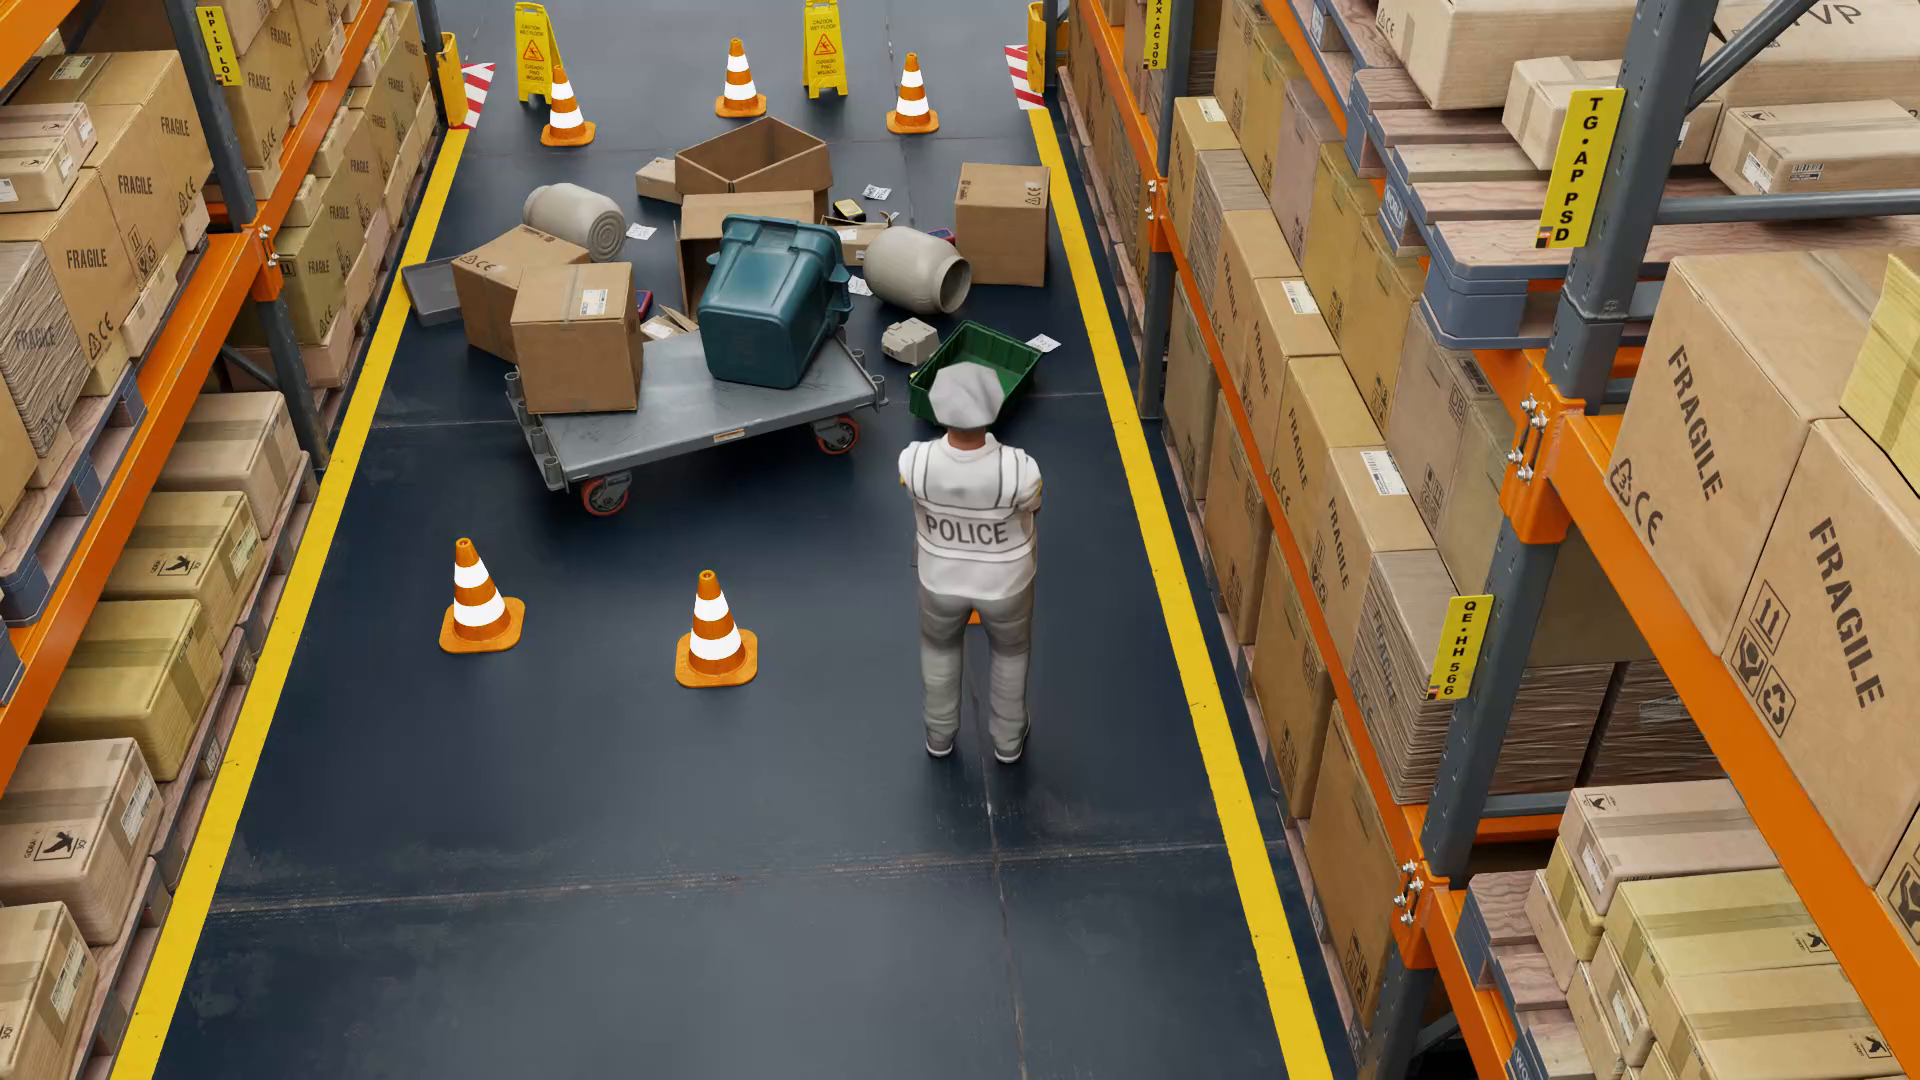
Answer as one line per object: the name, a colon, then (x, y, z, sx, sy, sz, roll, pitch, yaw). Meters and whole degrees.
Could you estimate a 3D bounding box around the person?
person: (0.052, 0.052, 6.070, 0.494, 1.767, 0.572, 5, 39, 6)
